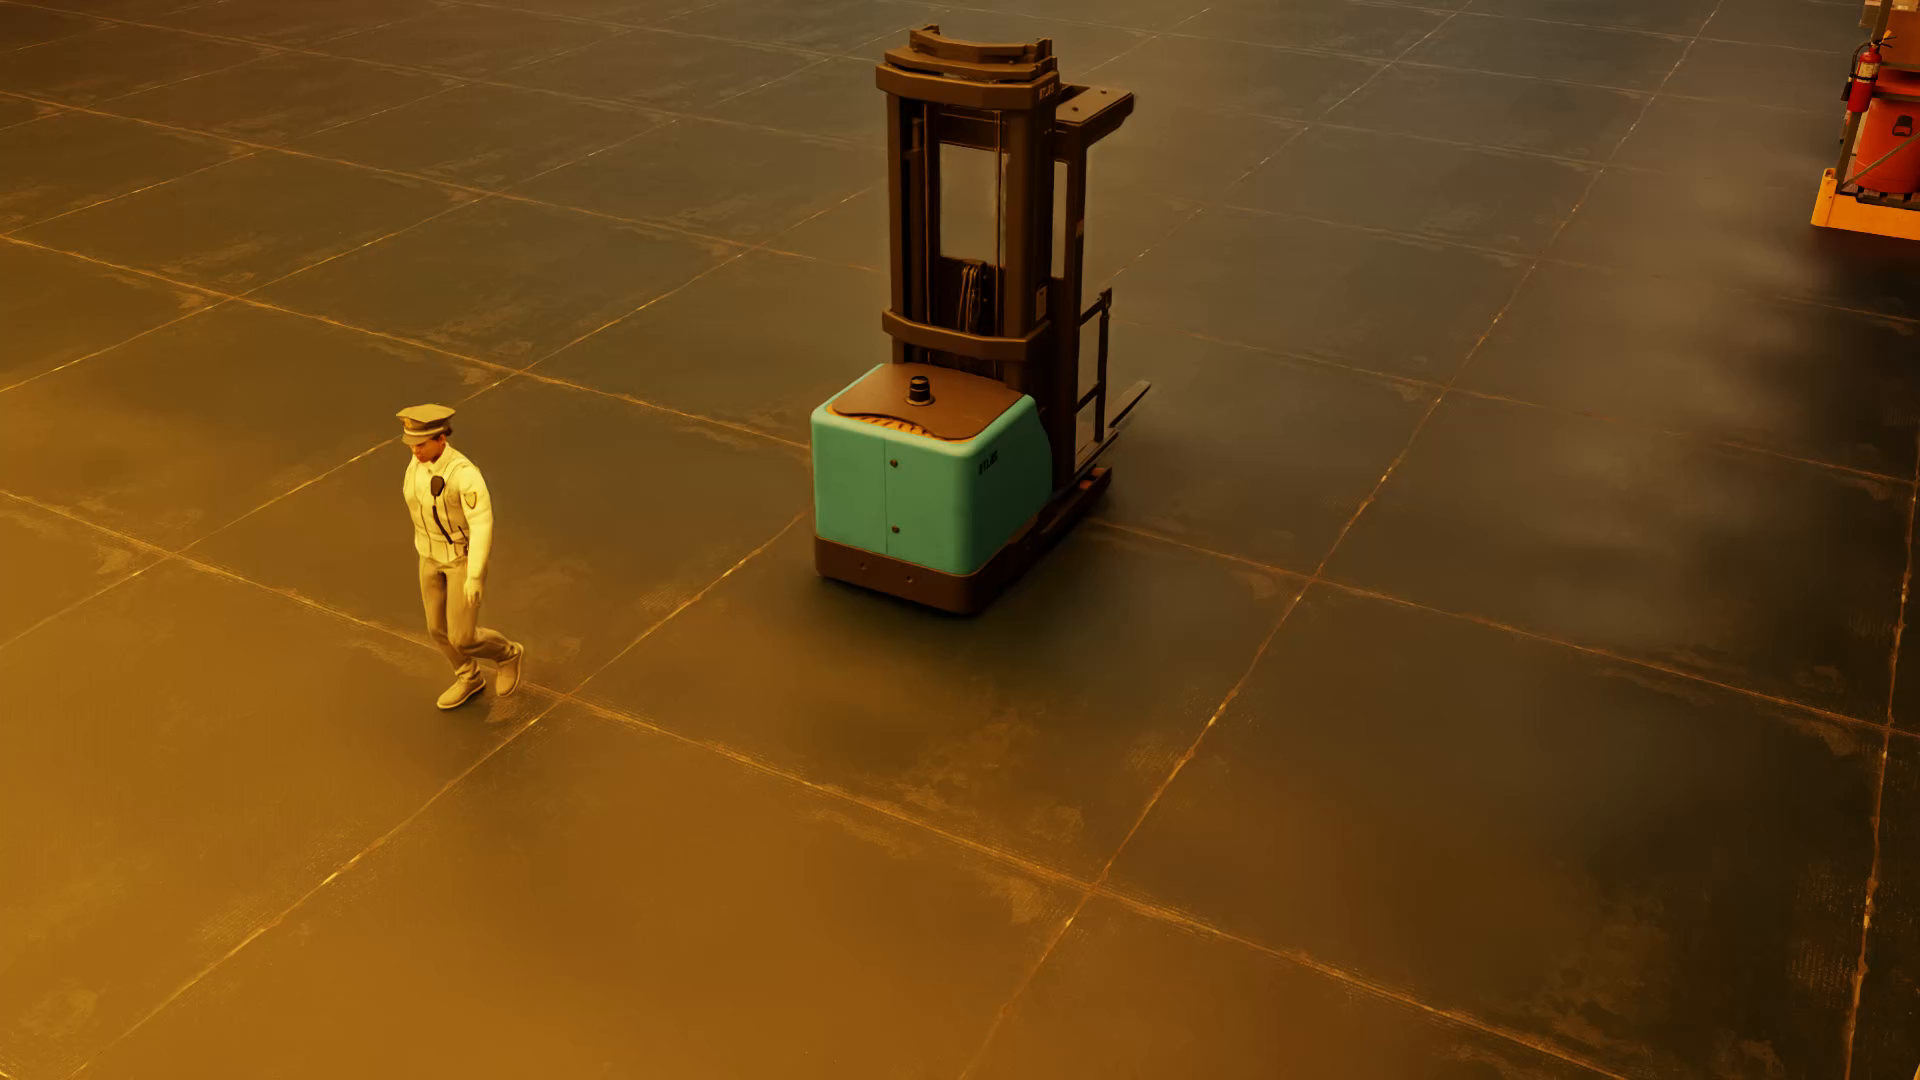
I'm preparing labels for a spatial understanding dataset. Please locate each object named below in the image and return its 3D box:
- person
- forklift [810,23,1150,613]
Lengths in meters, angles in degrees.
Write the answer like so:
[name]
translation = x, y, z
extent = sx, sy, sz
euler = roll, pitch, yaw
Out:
[person]
translation = -2.493, 0.096, 8.191
extent = 0.659, 1.649, 0.452
euler = 18, 34, 28
[forklift]
translation = 0.303, -1.574, 9.798
extent = 1.130, 2.935, 3.031
euler = 15, 33, 24
